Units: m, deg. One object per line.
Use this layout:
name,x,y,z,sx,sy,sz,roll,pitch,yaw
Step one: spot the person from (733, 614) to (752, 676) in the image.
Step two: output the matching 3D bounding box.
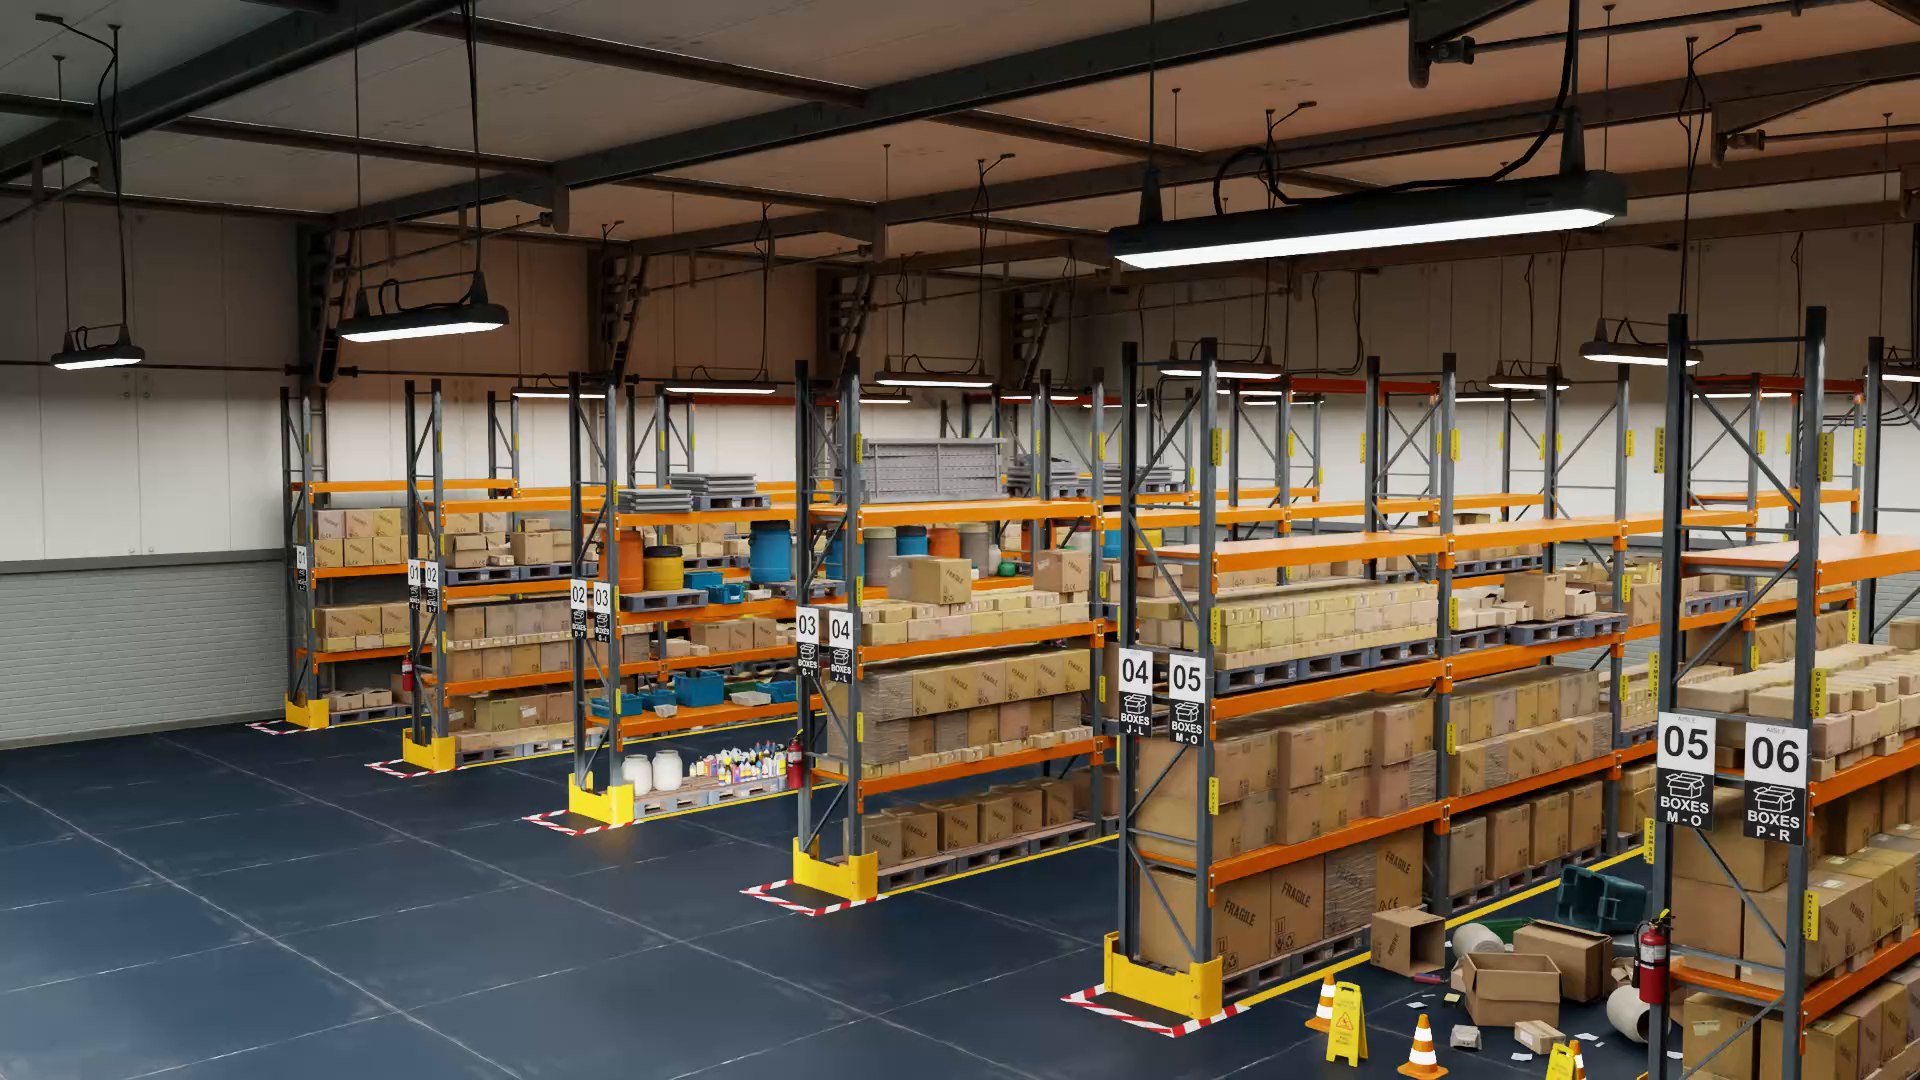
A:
person,-4.135,2.272,31.795,0.692,1.718,0.603,3,5,41
